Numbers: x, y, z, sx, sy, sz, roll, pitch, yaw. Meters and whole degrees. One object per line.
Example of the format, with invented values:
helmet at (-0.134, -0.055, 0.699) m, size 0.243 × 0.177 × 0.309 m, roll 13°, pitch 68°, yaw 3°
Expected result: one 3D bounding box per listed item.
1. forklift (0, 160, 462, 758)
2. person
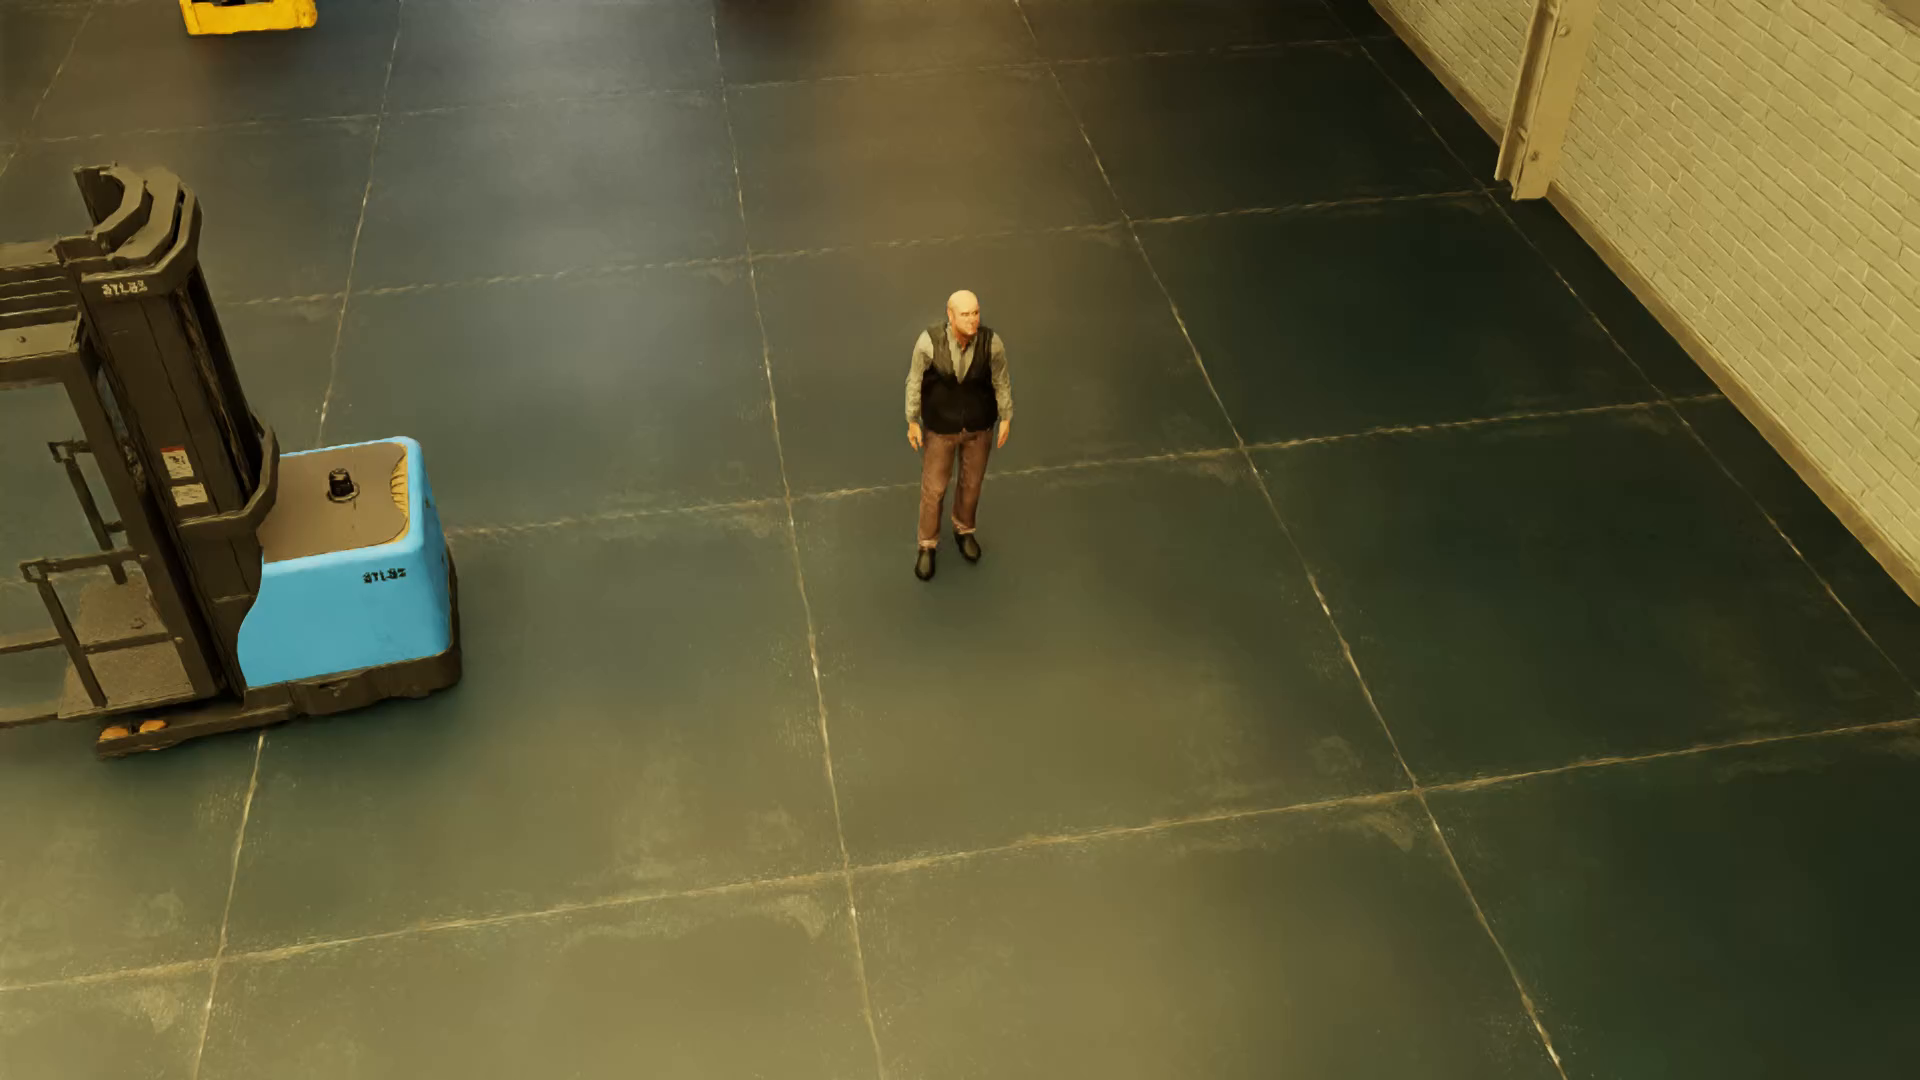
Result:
forklift at (-4.344, -0.341, 8.359) m, size 3.031 × 2.935 × 1.130 m, roll -10°, pitch 41°, yaw -11°
person at (0.003, -0.621, 9.610) m, size 0.632 × 1.720 × 0.567 m, roll -7°, pitch 41°, yaw -8°
